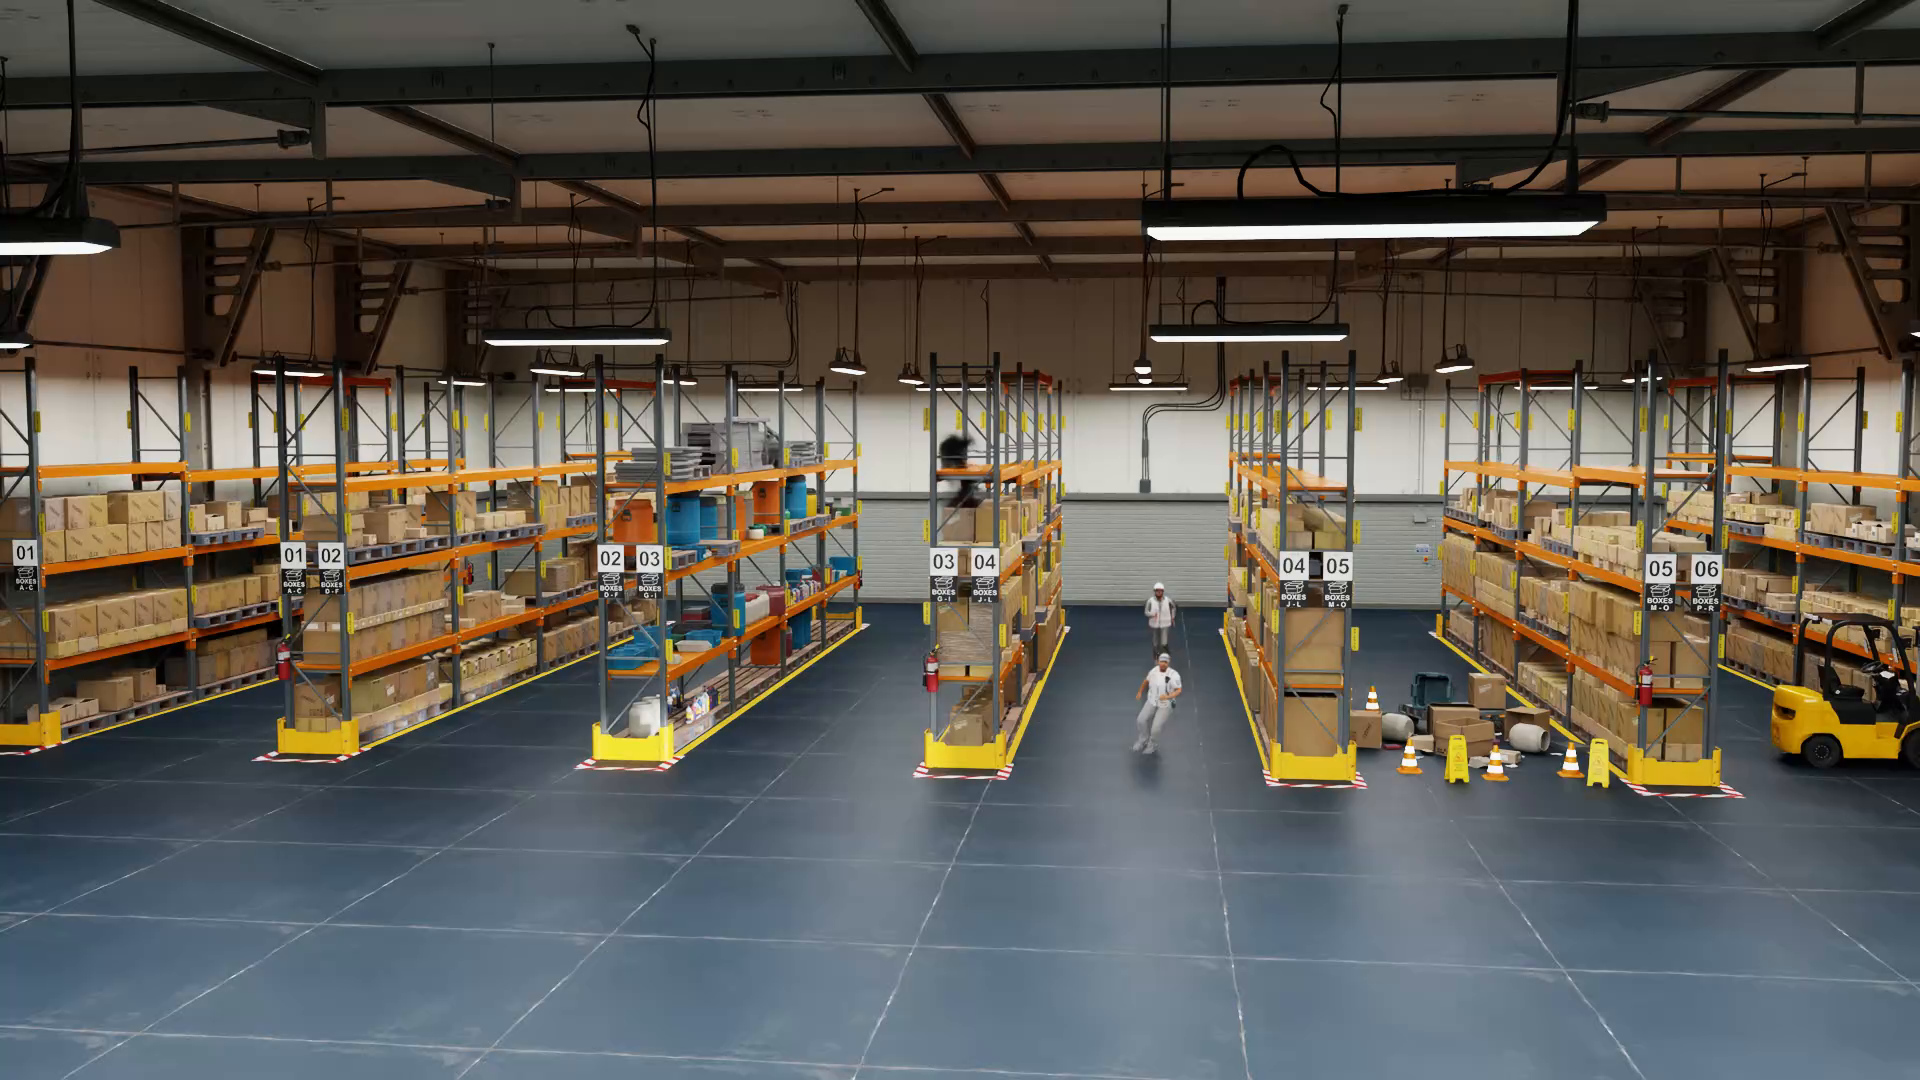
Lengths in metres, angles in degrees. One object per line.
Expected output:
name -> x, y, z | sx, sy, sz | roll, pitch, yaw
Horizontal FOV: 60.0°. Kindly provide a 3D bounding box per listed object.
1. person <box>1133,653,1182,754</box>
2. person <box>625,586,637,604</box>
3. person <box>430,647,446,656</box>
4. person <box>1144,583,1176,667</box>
person -> 2.952, 2.466, 24.968 | 0.801, 1.563, 0.606 | 2, 4, 23
person -> -8.340, 1.136, 42.259 | 0.645, 1.725, 0.695 | 2, 5, 27
person -> -10.586, 1.866, 33.533 | 0.567, 1.544, 0.732 | 0, 4, -3
person -> 4.019, 1.759, 33.438 | 0.625, 1.805, 0.805 | 1, 4, 9
